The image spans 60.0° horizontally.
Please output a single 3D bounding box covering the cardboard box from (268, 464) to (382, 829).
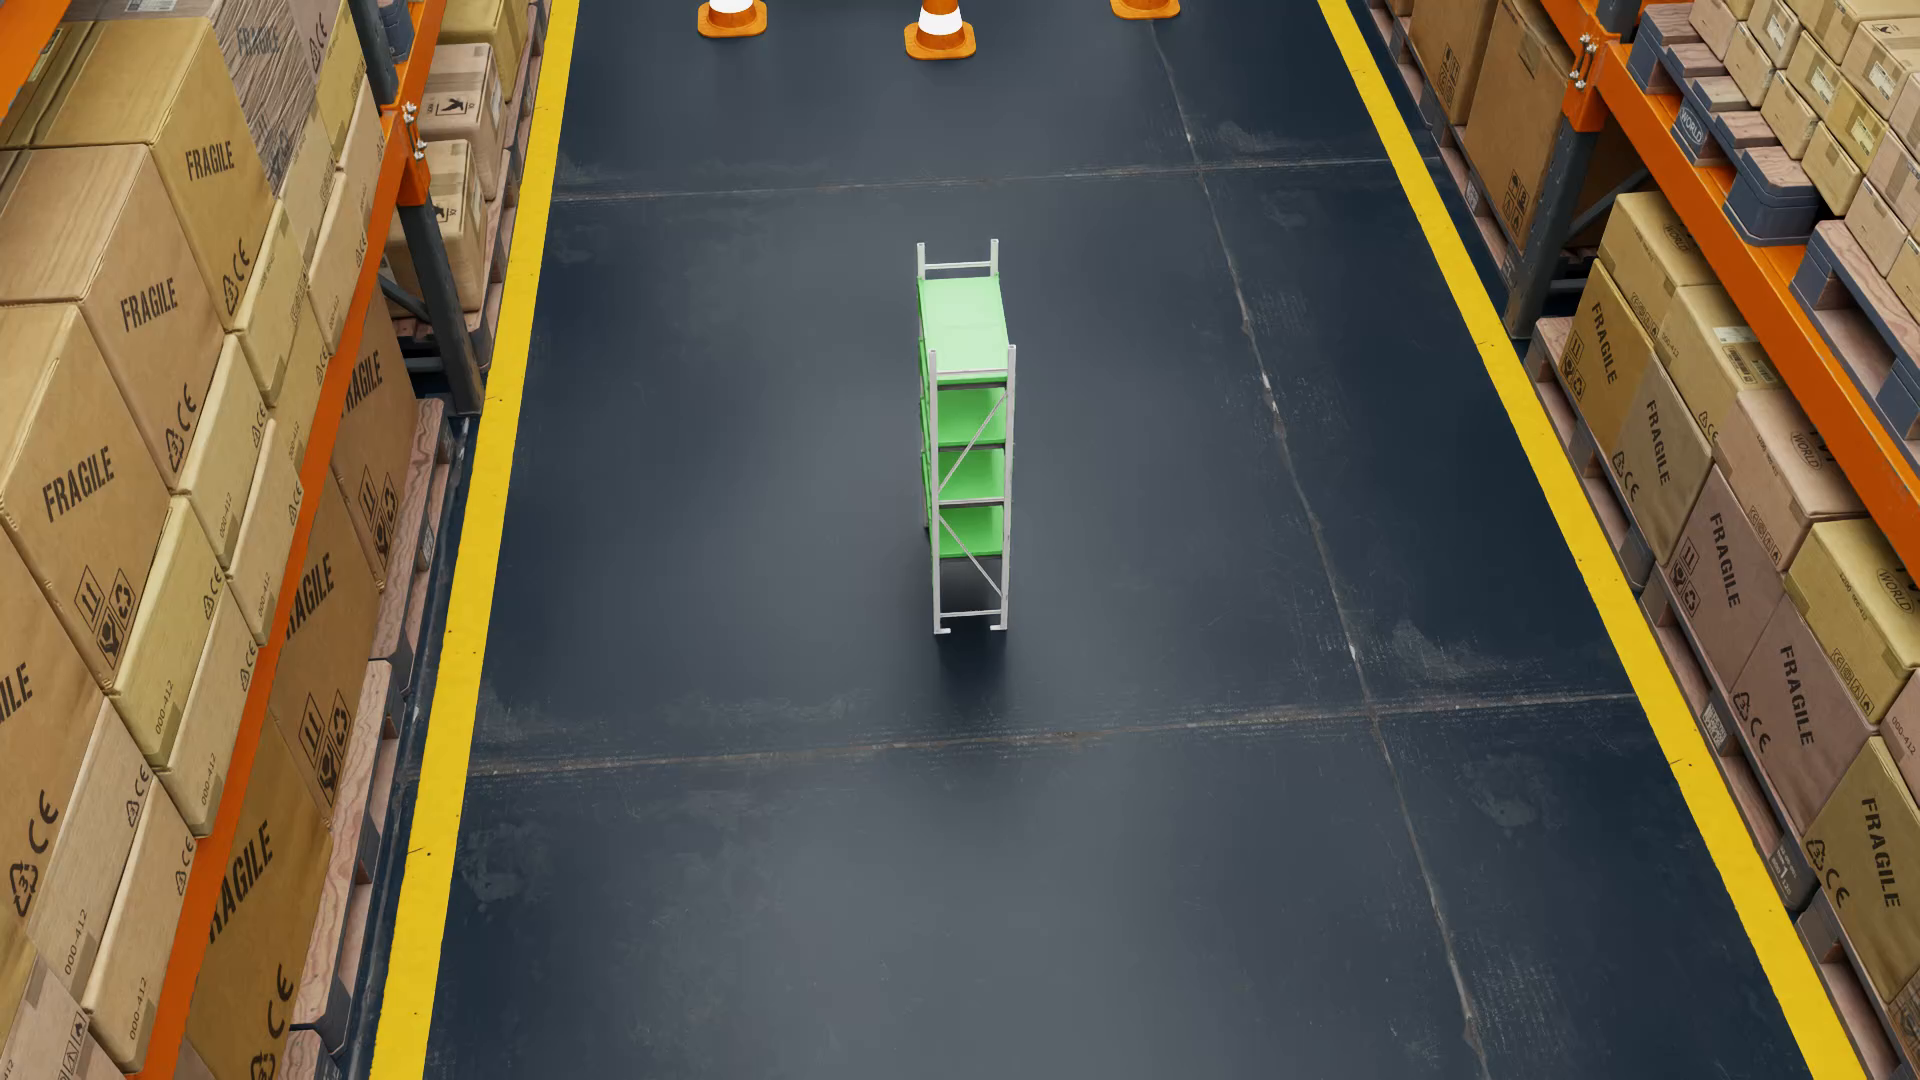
[{"bbox_3d":[-2.236,0.230,4.640,0.875,0.875,0.875,-3,47,-3],"label":"cardboard box"}]

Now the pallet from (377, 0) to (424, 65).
[{"bbox_3d":[-2.448,-1.950,5.663,1.213,0.211,1.003,-3,47,-3],"label":"pallet"}]

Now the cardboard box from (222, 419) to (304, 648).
[{"bbox_3d":[-1.825,-0.004,3.791,0.500,0.250,0.500,-4,47,-4],"label":"cardboard box"}]

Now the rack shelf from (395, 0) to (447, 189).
[{"bbox_3d":[-2.449,-2.706,6.743,1.077,0.370,4.000,-3,47,-3],"label":"rack shelf"}]

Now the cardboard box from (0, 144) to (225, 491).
[{"bbox_3d":[-1.857,-0.430,3.334,0.500,0.500,0.500,-4,47,-4],"label":"cardboard box"}]

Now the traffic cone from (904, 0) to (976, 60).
[{"bbox_3d":[-0.097,-2.567,7.863,0.336,0.463,0.334,-3,47,-3],"label":"traffic cone"}]

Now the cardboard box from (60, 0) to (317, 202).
[{"bbox_3d":[-1.927,-1.156,4.021,0.500,0.500,0.500,-3,47,-3],"label":"cardboard box"}]

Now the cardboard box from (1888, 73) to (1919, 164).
[{"bbox_3d":[2.575,-1.038,4.141,0.380,0.149,0.250,-2,47,-1],"label":"cardboard box"}]

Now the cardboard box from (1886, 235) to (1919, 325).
[{"bbox_3d":[2.592,-0.644,4.177,0.380,0.149,0.250,-3,47,-3],"label":"cardboard box"}]

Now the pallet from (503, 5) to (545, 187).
[{"bbox_3d":[-2.445,-1.994,7.493,1.003,0.211,1.213,-3,47,-3],"label":"pallet"}]

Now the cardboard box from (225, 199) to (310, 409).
[{"bbox_3d":[-1.878,-0.552,3.966,0.500,0.250,0.500,-5,47,-4],"label":"cardboard box"}]

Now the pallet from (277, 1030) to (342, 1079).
[{"bbox_3d":[-2.087,1.793,3.907,1.003,0.211,1.213,-3,47,-3],"label":"pallet"}]

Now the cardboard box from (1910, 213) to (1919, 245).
[{"bbox_3d":[2.592,-0.747,4.071,0.380,0.149,0.250,-4,47,-4],"label":"cardboard box"}]

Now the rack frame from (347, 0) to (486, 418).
[{"bbox_3d":[-2.282,-1.507,5.111,1.000,3.000,0.127,-3,47,-3],"label":"rack frame"}]

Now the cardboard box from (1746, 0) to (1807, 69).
[{"bbox_3d":[2.508,-1.483,4.767,0.380,0.149,0.250,-1,47,-1],"label":"cardboard box"}]

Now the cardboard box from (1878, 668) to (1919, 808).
[{"bbox_3d":[2.633,0.574,4.056,0.500,0.250,0.500,-1,47,-1],"label":"cardboard box"}]

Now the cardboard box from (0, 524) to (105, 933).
[{"bbox_3d":[-1.767,0.307,2.636,0.500,0.500,0.500,-4,47,-4],"label":"cardboard box"}]

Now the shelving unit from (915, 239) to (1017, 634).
[{"bbox_3d":[0.014,-0.293,5.201,0.258,1.200,0.503,-3,47,-3],"label":"shelving unit"}]

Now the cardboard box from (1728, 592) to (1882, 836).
[{"bbox_3d":[2.583,0.466,4.675,0.500,0.500,0.500,-4,47,-4],"label":"cardboard box"}]

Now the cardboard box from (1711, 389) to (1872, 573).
[{"bbox_3d":[2.530,-0.184,4.774,0.500,0.250,0.500,-3,47,-3],"label":"cardboard box"}]

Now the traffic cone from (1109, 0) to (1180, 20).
[{"bbox_3d":[0.915,-2.840,8.121,0.336,0.463,0.334,-3,47,-3],"label":"traffic cone"}]

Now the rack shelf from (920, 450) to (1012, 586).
[{"bbox_3d":[0.014,-0.084,5.422,0.258,0.148,0.480,-3,47,-3],"label":"rack shelf"}]

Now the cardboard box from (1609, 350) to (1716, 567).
[{"bbox_3d":[2.493,-0.275,5.377,0.500,0.500,0.500,-3,47,-3],"label":"cardboard box"}]

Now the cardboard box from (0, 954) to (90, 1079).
[{"bbox_3d":[-1.703,0.932,2.561,0.500,0.250,0.500,-5,47,-4],"label":"cardboard box"}]

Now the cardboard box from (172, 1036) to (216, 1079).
[{"bbox_3d":[-2.079,1.530,3.409,0.875,0.875,0.875,-2,47,-2],"label":"cardboard box"}]

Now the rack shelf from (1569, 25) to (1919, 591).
[{"bbox_3d":[2.810,-0.186,4.356,1.077,0.370,4.000,-3,47,-3],"label":"rack shelf"}]

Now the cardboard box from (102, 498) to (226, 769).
[{"bbox_3d":[-1.790,0.189,3.264,0.500,0.250,0.500,-3,47,-3],"label":"cardboard box"}]

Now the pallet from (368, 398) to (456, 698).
[{"bbox_3d":[-2.291,0.027,5.579,1.003,0.211,1.213,-3,47,-3],"label":"pallet"}]

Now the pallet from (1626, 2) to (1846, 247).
[{"bbox_3d":[2.808,-1.306,5.053,1.213,0.211,1.003,-3,47,-3],"label":"pallet"}]

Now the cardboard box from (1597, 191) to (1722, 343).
[{"bbox_3d":[2.459,-0.910,5.462,0.500,0.250,0.500,-5,47,-5],"label":"cardboard box"}]

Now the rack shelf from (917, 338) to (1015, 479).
[{"bbox_3d":[0.014,-0.414,5.073,0.258,0.148,0.480,-3,47,-3],"label":"rack shelf"}]

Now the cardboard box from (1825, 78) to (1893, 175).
[{"bbox_3d":[2.555,-1.108,4.412,0.380,0.149,0.250,-3,47,-3],"label":"cardboard box"}]

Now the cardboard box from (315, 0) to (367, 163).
[{"bbox_3d":[-1.988,-1.292,4.667,0.500,0.250,0.500,-4,47,-3],"label":"cardboard box"}]

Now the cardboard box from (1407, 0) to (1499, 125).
[{"bbox_3d":[2.605,-2.330,7.151,1.050,0.750,0.750,-3,47,-3],"label":"cardboard box"}]

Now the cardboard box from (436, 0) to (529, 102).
[{"bbox_3d":[-2.447,-2.239,7.325,0.950,0.372,0.625,-2,47,-2],"label":"cardboard box"}]

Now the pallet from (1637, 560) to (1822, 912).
[{"bbox_3d":[2.805,0.524,5.108,1.003,0.211,1.213,-3,47,-3],"label":"pallet"}]

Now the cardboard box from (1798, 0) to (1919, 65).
[{"bbox_3d":[2.529,-1.425,4.508,0.380,0.149,0.250,-4,47,-4],"label":"cardboard box"}]

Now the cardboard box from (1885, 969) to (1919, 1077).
[{"bbox_3d":[2.664,1.208,3.972,0.500,0.500,0.500,-4,47,-4],"label":"cardboard box"}]

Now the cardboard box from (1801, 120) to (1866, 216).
[{"bbox_3d":[2.548,-1.018,4.532,0.380,0.149,0.250,-2,47,-1],"label":"cardboard box"}]

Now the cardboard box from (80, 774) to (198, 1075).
[{"bbox_3d":[-1.765,0.730,3.096,0.500,0.250,0.500,-5,47,-4],"label":"cardboard box"}]

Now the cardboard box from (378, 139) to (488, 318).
[{"bbox_3d":[-2.319,-1.157,6.300,0.950,0.372,0.625,-6,47,-6],"label":"cardboard box"}]

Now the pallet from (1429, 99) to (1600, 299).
[{"bbox_3d":[2.652,-1.497,7.022,1.003,0.211,1.213,-3,47,-3],"label":"pallet"}]

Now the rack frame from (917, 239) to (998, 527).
[{"bbox_3d":[-0.007,-0.469,5.368,0.240,1.200,0.015,-3,47,-3],"label":"rack frame"}]

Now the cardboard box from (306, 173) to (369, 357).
[{"bbox_3d":[-1.922,-0.736,4.485,0.500,0.250,0.500,-3,47,-3],"label":"cardboard box"}]

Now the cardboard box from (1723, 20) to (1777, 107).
[{"bbox_3d":[2.501,-1.409,4.902,0.380,0.149,0.250,-1,47,-1],"label":"cardboard box"}]
